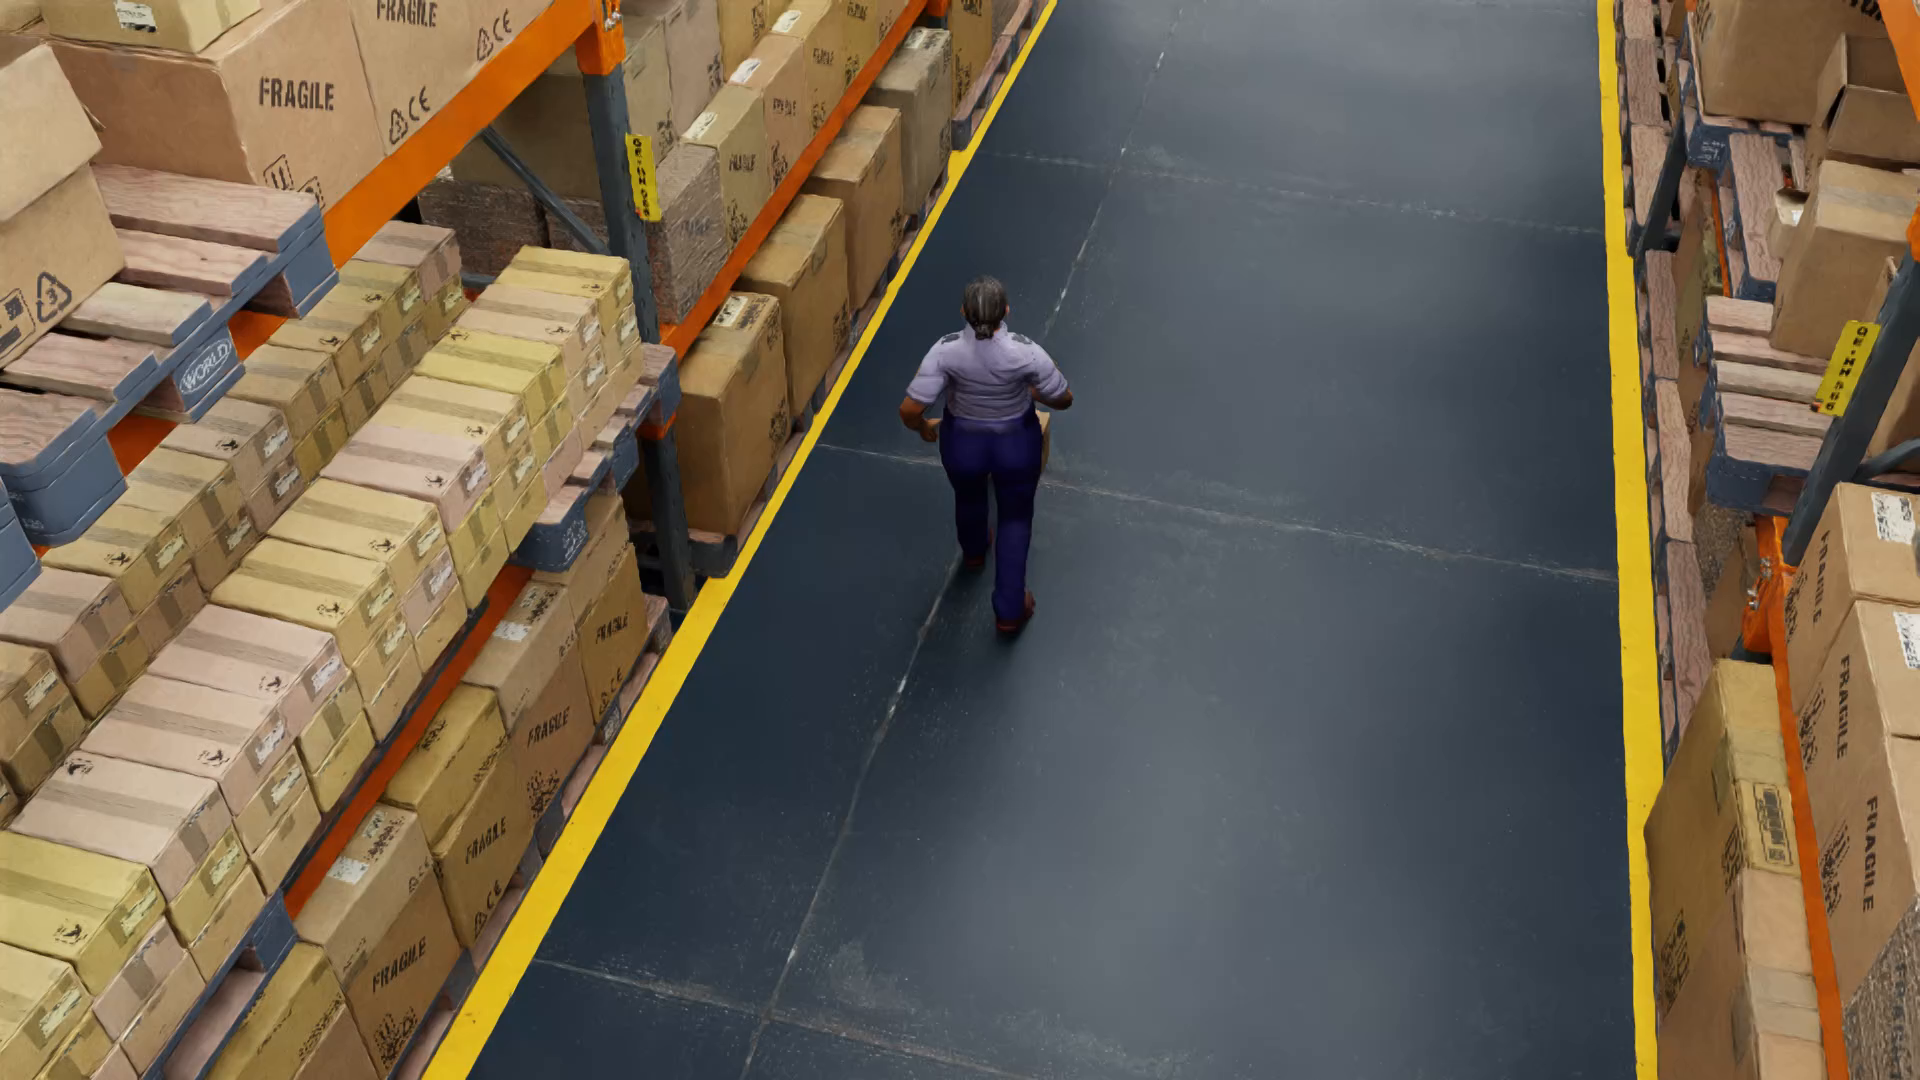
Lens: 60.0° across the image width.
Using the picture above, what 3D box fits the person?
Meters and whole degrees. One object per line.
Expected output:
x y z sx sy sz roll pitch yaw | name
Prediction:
0.120 -0.432 6.655 0.652 1.639 0.728 3 41 4 | person
